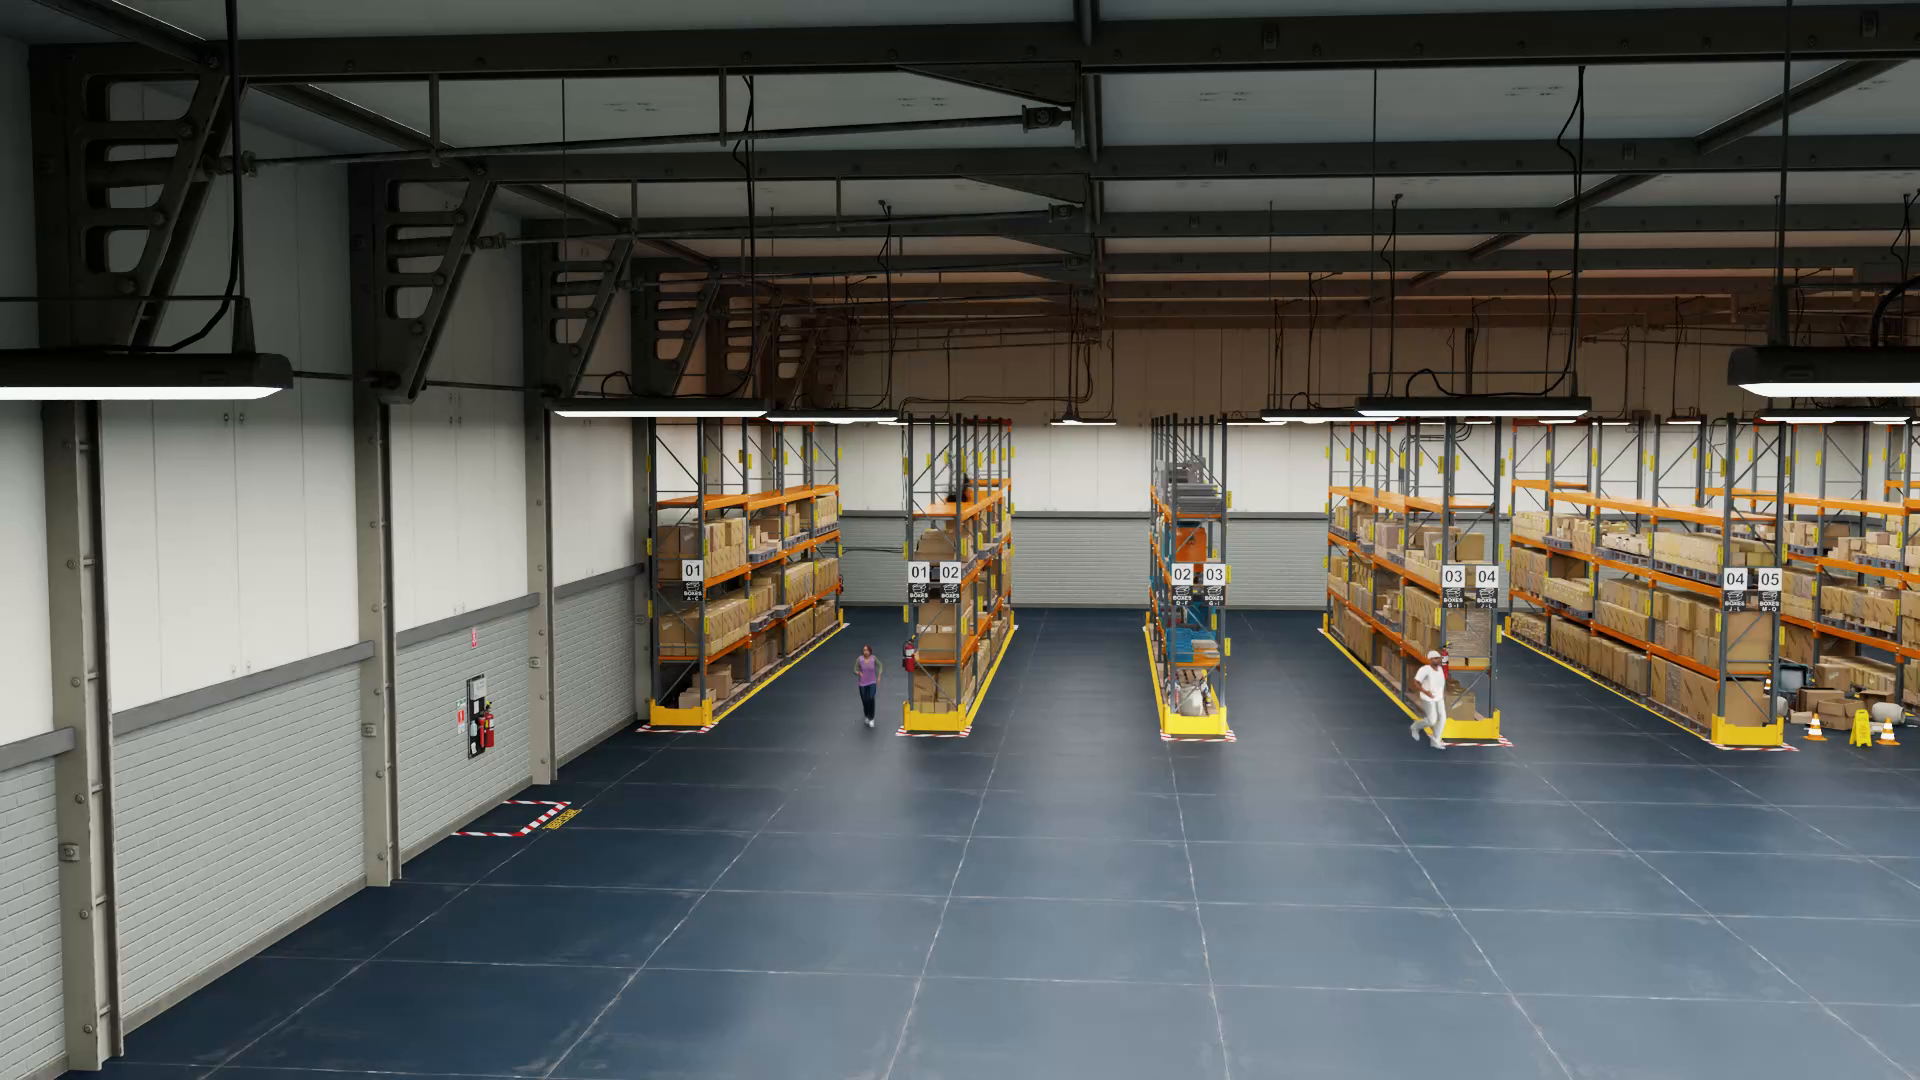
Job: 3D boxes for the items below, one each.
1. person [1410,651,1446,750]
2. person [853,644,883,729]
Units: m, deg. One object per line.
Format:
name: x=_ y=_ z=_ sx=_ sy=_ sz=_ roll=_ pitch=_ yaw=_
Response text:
person: x=8.445 y=2.855 z=29.850 sx=0.718 sy=1.761 sz=0.684 roll=-2 pitch=5 yaw=-32
person: x=-1.773 y=2.793 z=31.866 sx=0.560 sy=1.613 sz=0.738 roll=0 pitch=4 yaw=3
